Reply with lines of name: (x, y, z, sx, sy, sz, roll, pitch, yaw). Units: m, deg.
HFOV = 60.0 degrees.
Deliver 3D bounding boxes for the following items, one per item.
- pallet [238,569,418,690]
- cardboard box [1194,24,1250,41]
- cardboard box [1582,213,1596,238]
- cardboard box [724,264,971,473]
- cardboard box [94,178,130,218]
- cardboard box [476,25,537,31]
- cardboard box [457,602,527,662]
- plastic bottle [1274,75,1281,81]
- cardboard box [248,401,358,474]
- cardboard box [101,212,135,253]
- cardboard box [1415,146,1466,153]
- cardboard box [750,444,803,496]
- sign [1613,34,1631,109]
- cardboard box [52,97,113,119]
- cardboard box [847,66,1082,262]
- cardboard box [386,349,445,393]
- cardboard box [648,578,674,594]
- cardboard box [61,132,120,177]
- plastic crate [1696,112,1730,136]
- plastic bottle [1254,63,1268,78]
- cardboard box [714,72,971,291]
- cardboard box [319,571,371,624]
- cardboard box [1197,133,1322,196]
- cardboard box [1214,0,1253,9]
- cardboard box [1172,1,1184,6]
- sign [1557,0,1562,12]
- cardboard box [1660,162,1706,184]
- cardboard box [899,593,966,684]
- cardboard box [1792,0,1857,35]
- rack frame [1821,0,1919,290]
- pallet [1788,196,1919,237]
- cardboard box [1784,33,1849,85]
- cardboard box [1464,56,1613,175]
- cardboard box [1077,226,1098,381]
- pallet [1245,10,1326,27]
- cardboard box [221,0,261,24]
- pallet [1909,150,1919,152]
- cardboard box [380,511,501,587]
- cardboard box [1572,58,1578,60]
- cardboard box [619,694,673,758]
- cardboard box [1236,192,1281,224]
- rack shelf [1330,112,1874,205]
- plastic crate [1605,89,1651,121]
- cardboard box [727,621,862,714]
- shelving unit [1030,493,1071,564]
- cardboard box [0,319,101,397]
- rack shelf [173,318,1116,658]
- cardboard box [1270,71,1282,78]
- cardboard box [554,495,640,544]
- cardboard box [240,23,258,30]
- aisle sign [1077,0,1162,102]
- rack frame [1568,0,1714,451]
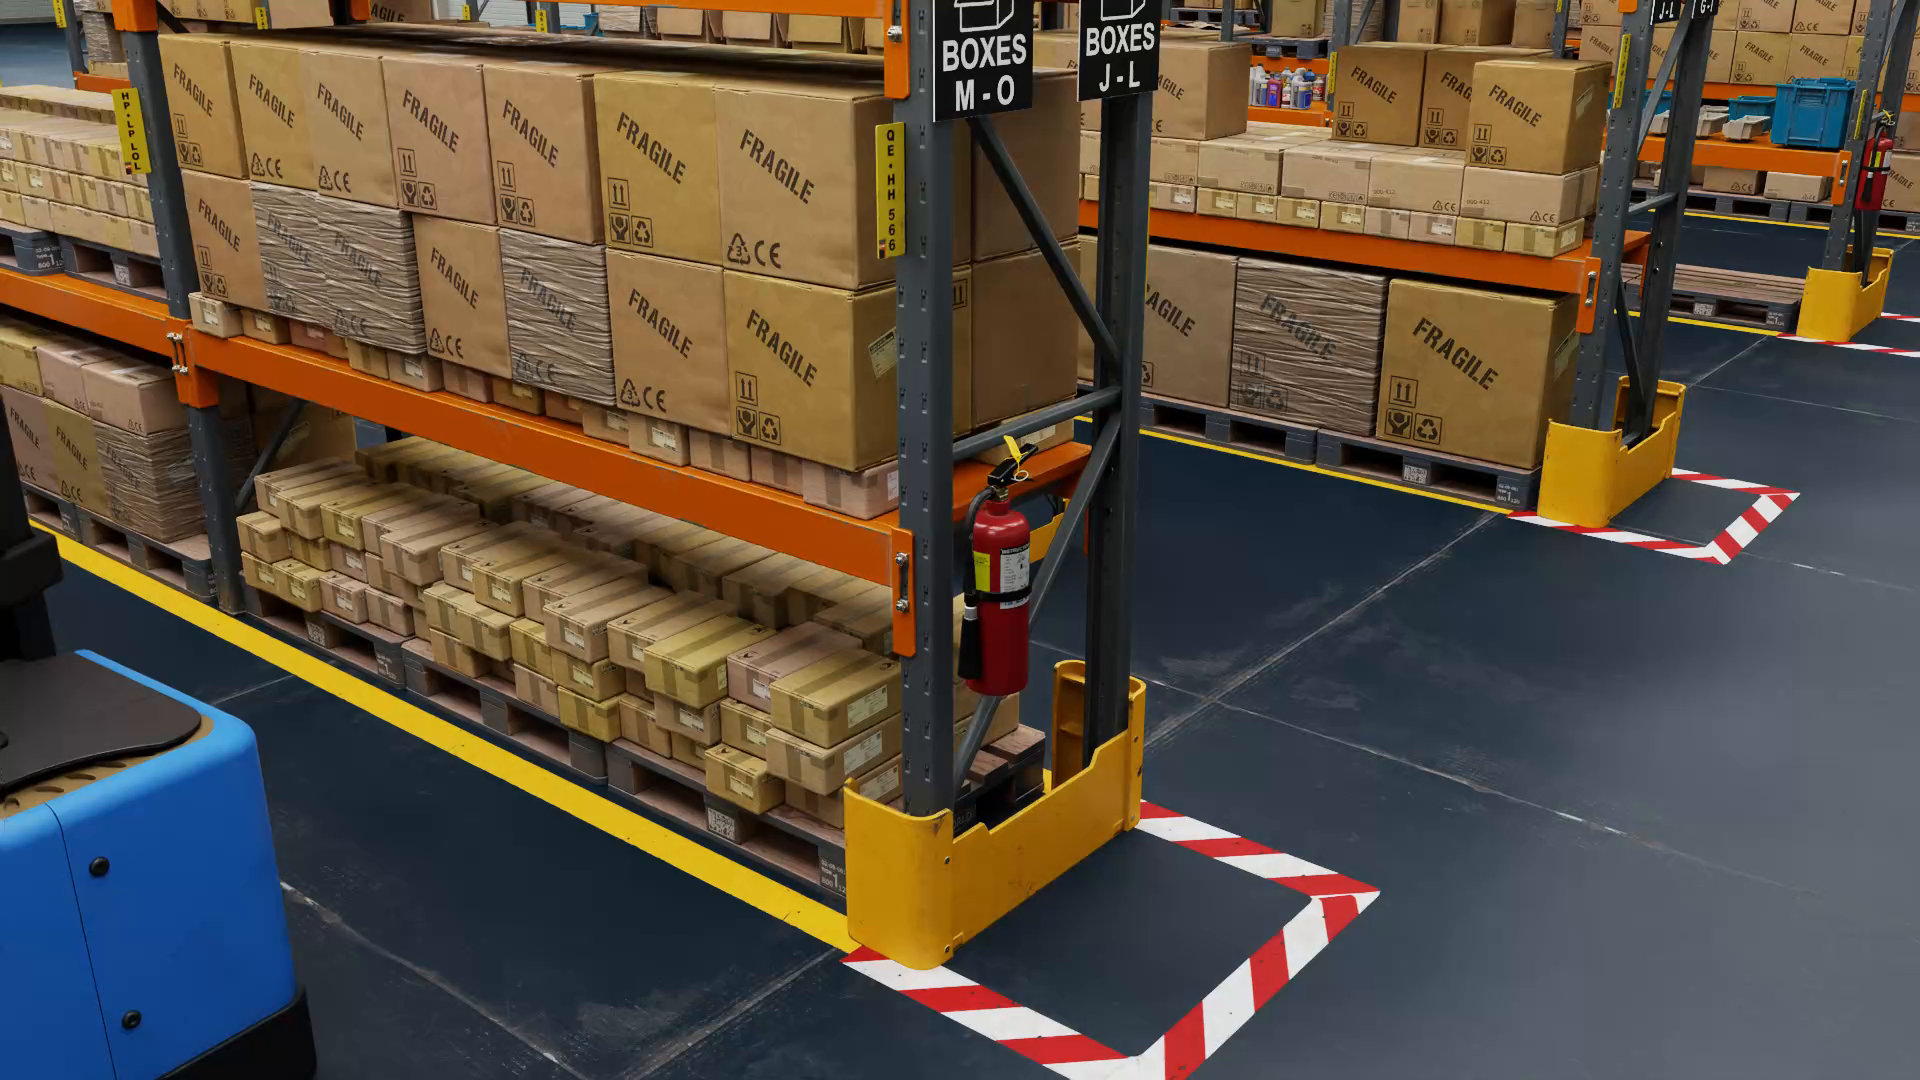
pallet: (-2.361, 0.231, 7.256, 1.213, 0.211, 1.003, 16, 26, 36)
cardboard box: (3.224, -6.198, 20.479, 0.500, 0.311, 0.500, 18, 27, 40)
cardboard box: (3.343, -1.707, 8.798, 0.250, 0.149, 0.380, 16, 26, 37)
cardboard box: (-0.316, -0.537, 4.778, 0.500, 0.500, 0.500, 17, 26, 37)
cardboard box: (-3.542, -1.525, 7.301, 0.250, 0.149, 0.380, 16, 26, 37)
cardboard box: (-3.728, -3.890, 13.494, 0.700, 0.500, 0.500, -18, 27, -39)
cardboard box: (-1.625, 0.294, 6.162, 0.250, 0.149, 0.380, 16, 26, 37)
plastic bottle: (2.893, -4.152, 15.209, 0.097, 0.201, 0.097, 0, 21, 0)
cardboard box: (-3.309, -0.478, 8.132, 0.500, 0.500, 0.500, 17, 27, 38)
cardboard box: (-3.538, -1.385, 7.351, 0.250, 0.149, 0.380, 16, 26, 37)
cardboard box: (2.802, -2.019, 9.061, 0.500, 0.250, 0.500, 16, 26, 36)
cardboard box: (-0.405, -0.265, 4.976, 0.250, 0.149, 0.380, 16, 26, 36)
sign: (3.056, -2.162, 7.674, 0.005, 0.325, 0.100, 16, 26, 36)
cardboard box: (-4.545, -2.250, 8.802, 0.250, 0.149, 0.380, 16, 26, 36)
cardboard box: (0.015, -1.148, 4.981, 0.500, 0.500, 0.500, 16, 26, 36)
cardboard box: (-1.840, -0.663, 6.031, 0.250, 0.149, 0.380, 17, 27, 39)
cardboard box: (-1.103, 0.214, 6.374, 0.250, 0.149, 0.380, 18, 27, 39)
cardboard box: (-3.746, -1.725, 7.410, 0.250, 0.149, 0.380, 15, 25, 35)
plastic crate: (5.580, -3.114, 12.464, 0.243, 0.136, 0.396, 16, 26, 36)
plastic bottle: (2.615, -4.033, 14.682, 0.185, 0.351, 0.144, 16, 26, 36)
cardboard box: (-0.317, -1.009, 4.613, 0.500, 0.500, 0.500, 15, 26, 35)
cardboard box: (-2.393, 0.193, 6.849, 0.250, 0.149, 0.380, 16, 26, 36)
cardboard box: (1.673, -2.101, 9.280, 0.500, 0.250, 0.500, 16, 26, 36)
cardboard box: (4.310, -8.397, 25.419, 0.700, 0.500, 0.500, -19, 28, -41)
cardboard box: (3.280, -8.497, 26.633, 0.500, 0.250, 0.500, 16, 26, 37)
sign: (6.229, -5.643, 17.241, 0.005, 0.325, 0.100, 16, 26, 36)
cardboard box: (7.779, -3.985, 17.672, 0.500, 0.311, 0.500, 16, 26, 36)
cardboard box: (0.004, 0.328, 5.649, 0.250, 0.149, 0.380, 15, 25, 34)
cardboard box: (8.361, -5.127, 15.955, 0.500, 0.500, 0.500, 17, 26, 38)
rack frame: (6.541, -3.009, 11.895, 0.127, 3.000, 1.000, 16, 26, 36)
pallet: (8.999, -3.251, 16.492, 1.213, 0.211, 1.003, 16, 26, 36)
cardboard box: (8.370, -4.662, 16.137, 0.500, 0.500, 0.500, 16, 26, 37)
cardboard box: (2.866, -2.111, 8.244, 0.500, 0.500, 0.500, 16, 26, 37)
cardboard box: (0.771, -1.580, 10.524, 0.875, 0.875, 0.875, 16, 26, 36)
pallet: (5.048, -7.842, 24.985, 1.213, 0.211, 1.003, 16, 26, 36)
cardboard box: (-6.410, -5.011, 15.225, 0.500, 0.500, 0.500, 16, 26, 36)
pallet: (12.137, -4.569, 19.985, 1.213, 0.211, 1.003, 16, 26, 36)
cardboard box: (-2.003, 0.030, 6.438, 0.250, 0.149, 0.380, 17, 26, 37)
cardboard box: (8.430, -6.107, 22.563, 0.750, 0.750, 0.750, 17, 27, 38)
cardboard box: (-0.958, 0.592, 5.792, 0.250, 0.149, 0.380, 16, 26, 37)
cardboard box: (1.741, -1.868, 9.226, 0.250, 0.149, 0.380, 17, 26, 37)
rack shelf: (4.992, -3.118, 13.205, 4.000, 0.370, 1.077, 16, 26, 36)
plastic crate: (5.306, -3.464, 13.255, 0.300, 0.233, 0.416, 16, 26, 36)
cardboard box: (-0.534, 0.417, 5.413, 0.250, 0.149, 0.380, 17, 26, 37)
shelving unit: (-0.059, -0.719, 7.949, 1.083, 1.500, 0.587, 16, 26, 36)
cardboard box: (-4.449, -0.921, 8.244, 0.500, 0.250, 0.500, 15, 25, 34)
rack shelf: (-1.354, -0.431, 6.079, 4.000, 0.370, 1.077, 16, 26, 36)
cardboard box: (4.891, -7.044, 25.516, 0.500, 0.500, 0.700, 16, 26, 37)
cardboard box: (-1.407, -0.076, 6.719, 0.250, 0.149, 0.380, 15, 25, 34)
cardboard box: (-6.197, -4.635, 15.645, 0.500, 0.500, 0.875, 16, 26, 36)
aisle sign: (0.441, -1.603, 4.485, 0.004, 0.787, 0.394, 16, 26, 36)
rack frame: (3.410, -1.655, 8.305, 0.127, 3.000, 1.000, 16, 26, 36)
